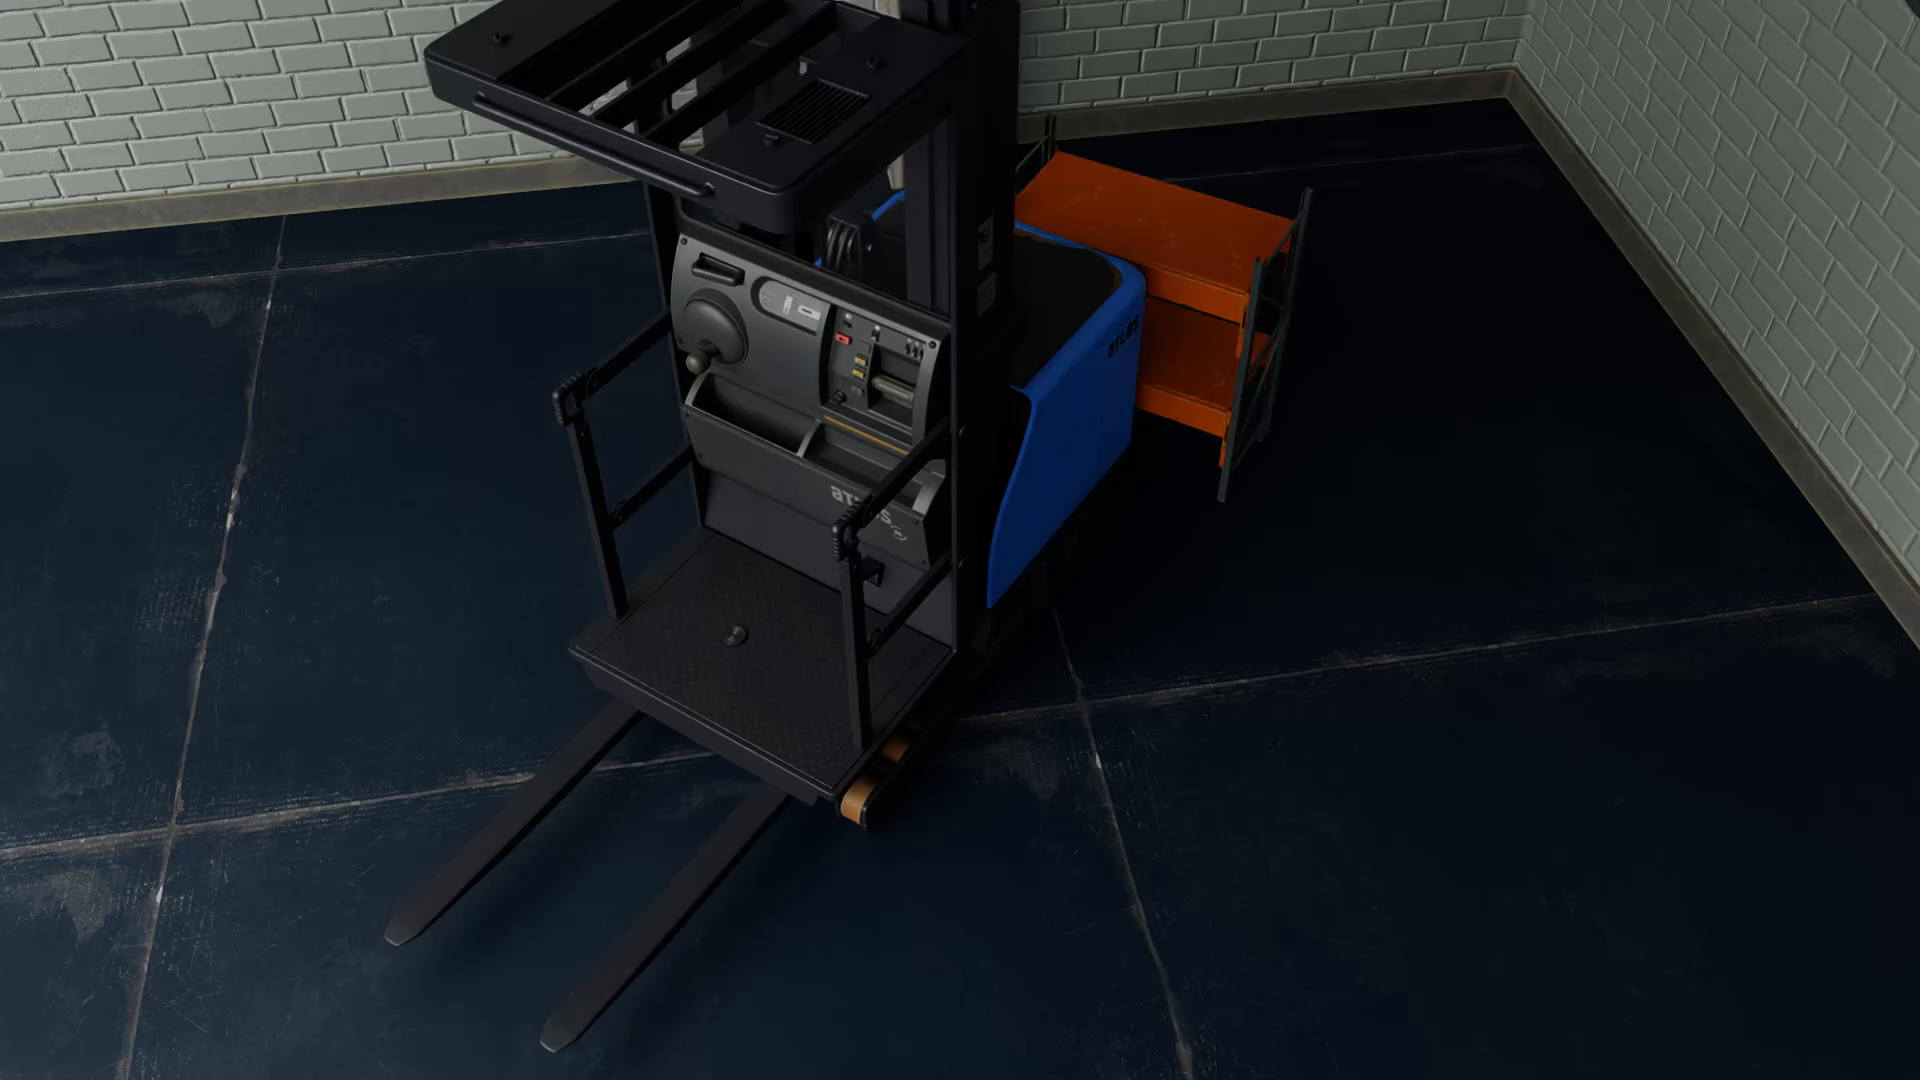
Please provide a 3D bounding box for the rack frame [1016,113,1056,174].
[{"bbox_3d":[0.228,-1.047,6.478,0.032,1.125,0.500,21,50,19],"label":"rack frame"}]

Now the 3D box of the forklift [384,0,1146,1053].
[{"bbox_3d":[-0.573,-0.494,4.690,1.130,2.935,3.031,25,51,22],"label":"forklift"}]

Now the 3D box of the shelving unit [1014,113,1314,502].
[{"bbox_3d":[0.675,-0.873,6.310,1.048,1.125,0.538,21,50,19],"label":"shelving unit"}]

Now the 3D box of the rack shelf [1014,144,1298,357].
[{"bbox_3d":[0.675,-1.076,6.099,1.000,0.278,0.538,21,50,19],"label":"rack shelf"}]

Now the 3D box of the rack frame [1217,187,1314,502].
[{"bbox_3d":[1.121,-0.698,6.141,0.032,1.125,0.500,21,50,19],"label":"rack frame"}]

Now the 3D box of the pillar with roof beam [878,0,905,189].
[{"bbox_3d":[0.585,-1.859,1.792,0.400,9.000,9.100,-7,46,-7],"label":"pillar with roof beam"}]

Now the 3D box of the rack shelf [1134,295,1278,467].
[{"bbox_3d":[0.675,-0.703,6.486,1.000,0.278,0.538,21,50,19],"label":"rack shelf"}]
